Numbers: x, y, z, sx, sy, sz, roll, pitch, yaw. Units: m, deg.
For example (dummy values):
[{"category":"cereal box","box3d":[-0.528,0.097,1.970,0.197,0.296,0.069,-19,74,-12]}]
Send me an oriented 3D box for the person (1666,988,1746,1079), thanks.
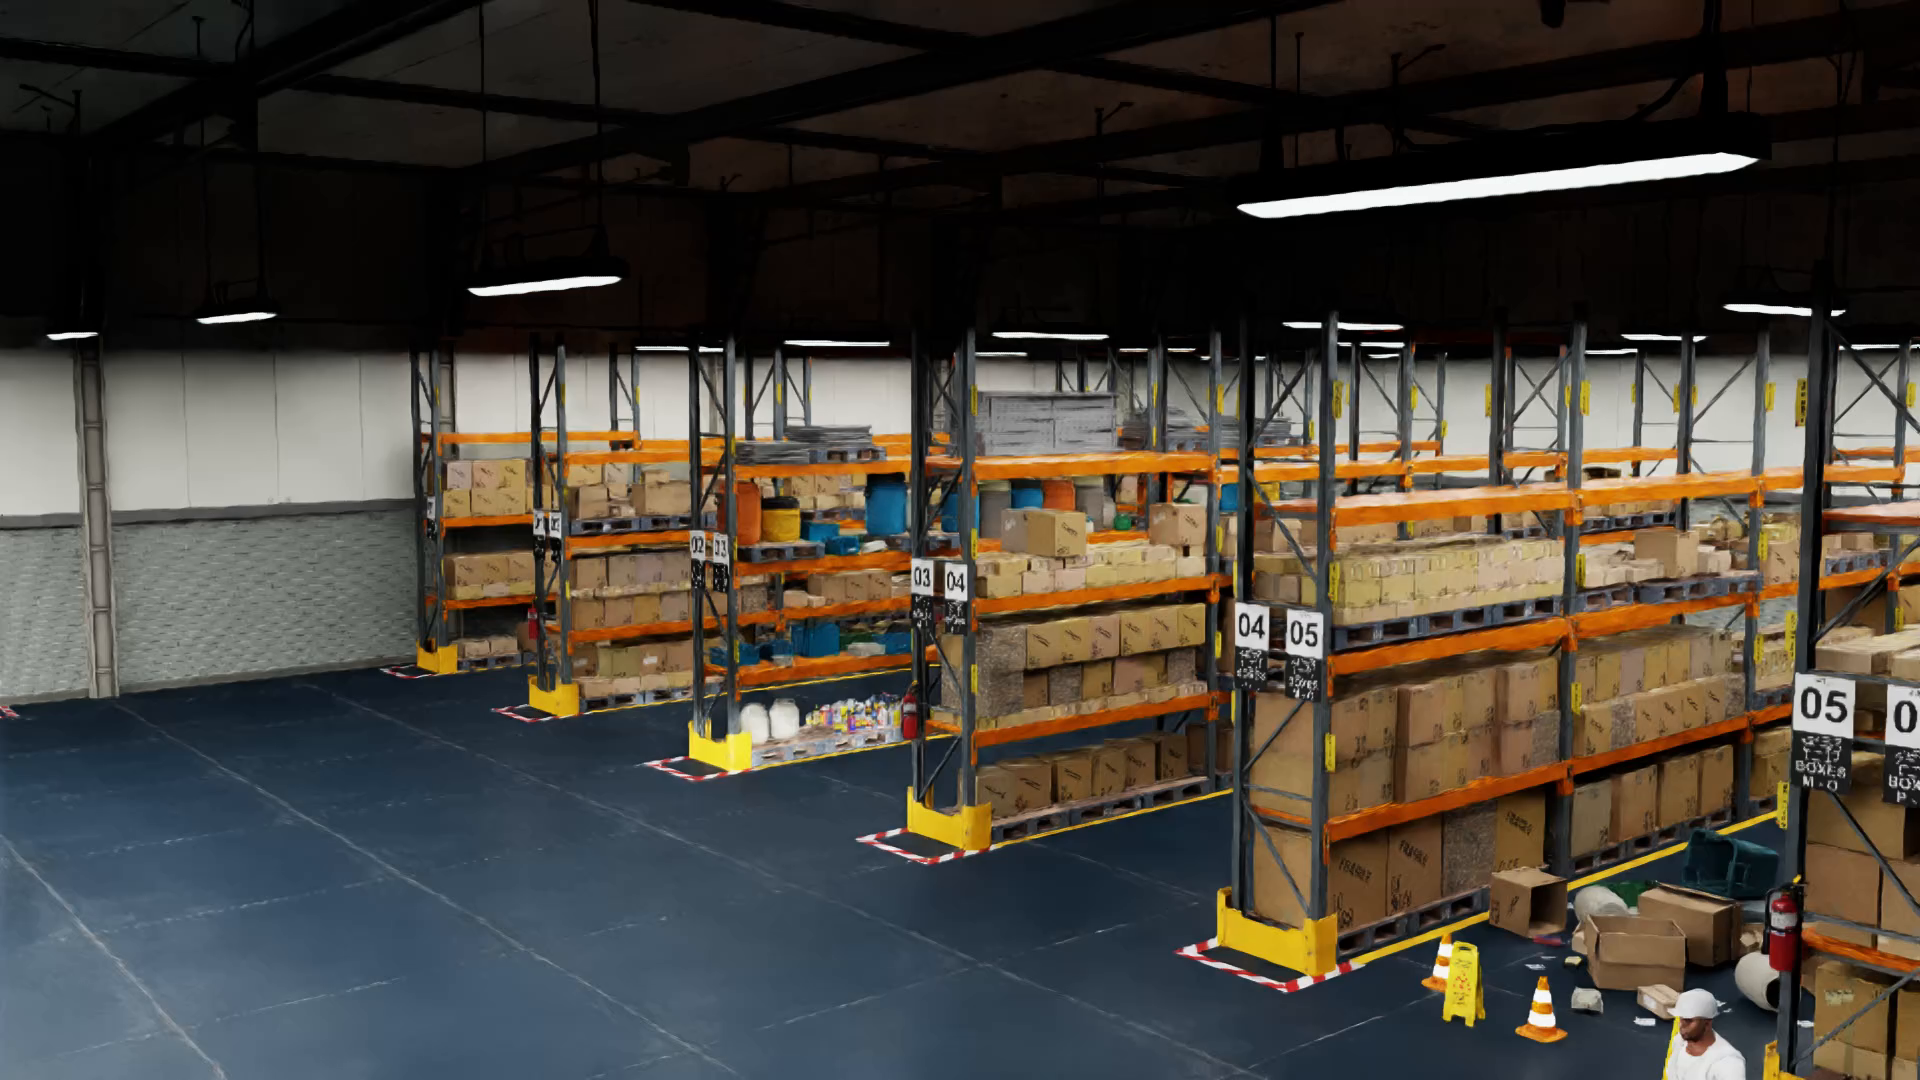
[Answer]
[{"category":"person","box3d":[4.264,3.427,9.594,0.954,1.723,0.620,-1,5,-16]}]
